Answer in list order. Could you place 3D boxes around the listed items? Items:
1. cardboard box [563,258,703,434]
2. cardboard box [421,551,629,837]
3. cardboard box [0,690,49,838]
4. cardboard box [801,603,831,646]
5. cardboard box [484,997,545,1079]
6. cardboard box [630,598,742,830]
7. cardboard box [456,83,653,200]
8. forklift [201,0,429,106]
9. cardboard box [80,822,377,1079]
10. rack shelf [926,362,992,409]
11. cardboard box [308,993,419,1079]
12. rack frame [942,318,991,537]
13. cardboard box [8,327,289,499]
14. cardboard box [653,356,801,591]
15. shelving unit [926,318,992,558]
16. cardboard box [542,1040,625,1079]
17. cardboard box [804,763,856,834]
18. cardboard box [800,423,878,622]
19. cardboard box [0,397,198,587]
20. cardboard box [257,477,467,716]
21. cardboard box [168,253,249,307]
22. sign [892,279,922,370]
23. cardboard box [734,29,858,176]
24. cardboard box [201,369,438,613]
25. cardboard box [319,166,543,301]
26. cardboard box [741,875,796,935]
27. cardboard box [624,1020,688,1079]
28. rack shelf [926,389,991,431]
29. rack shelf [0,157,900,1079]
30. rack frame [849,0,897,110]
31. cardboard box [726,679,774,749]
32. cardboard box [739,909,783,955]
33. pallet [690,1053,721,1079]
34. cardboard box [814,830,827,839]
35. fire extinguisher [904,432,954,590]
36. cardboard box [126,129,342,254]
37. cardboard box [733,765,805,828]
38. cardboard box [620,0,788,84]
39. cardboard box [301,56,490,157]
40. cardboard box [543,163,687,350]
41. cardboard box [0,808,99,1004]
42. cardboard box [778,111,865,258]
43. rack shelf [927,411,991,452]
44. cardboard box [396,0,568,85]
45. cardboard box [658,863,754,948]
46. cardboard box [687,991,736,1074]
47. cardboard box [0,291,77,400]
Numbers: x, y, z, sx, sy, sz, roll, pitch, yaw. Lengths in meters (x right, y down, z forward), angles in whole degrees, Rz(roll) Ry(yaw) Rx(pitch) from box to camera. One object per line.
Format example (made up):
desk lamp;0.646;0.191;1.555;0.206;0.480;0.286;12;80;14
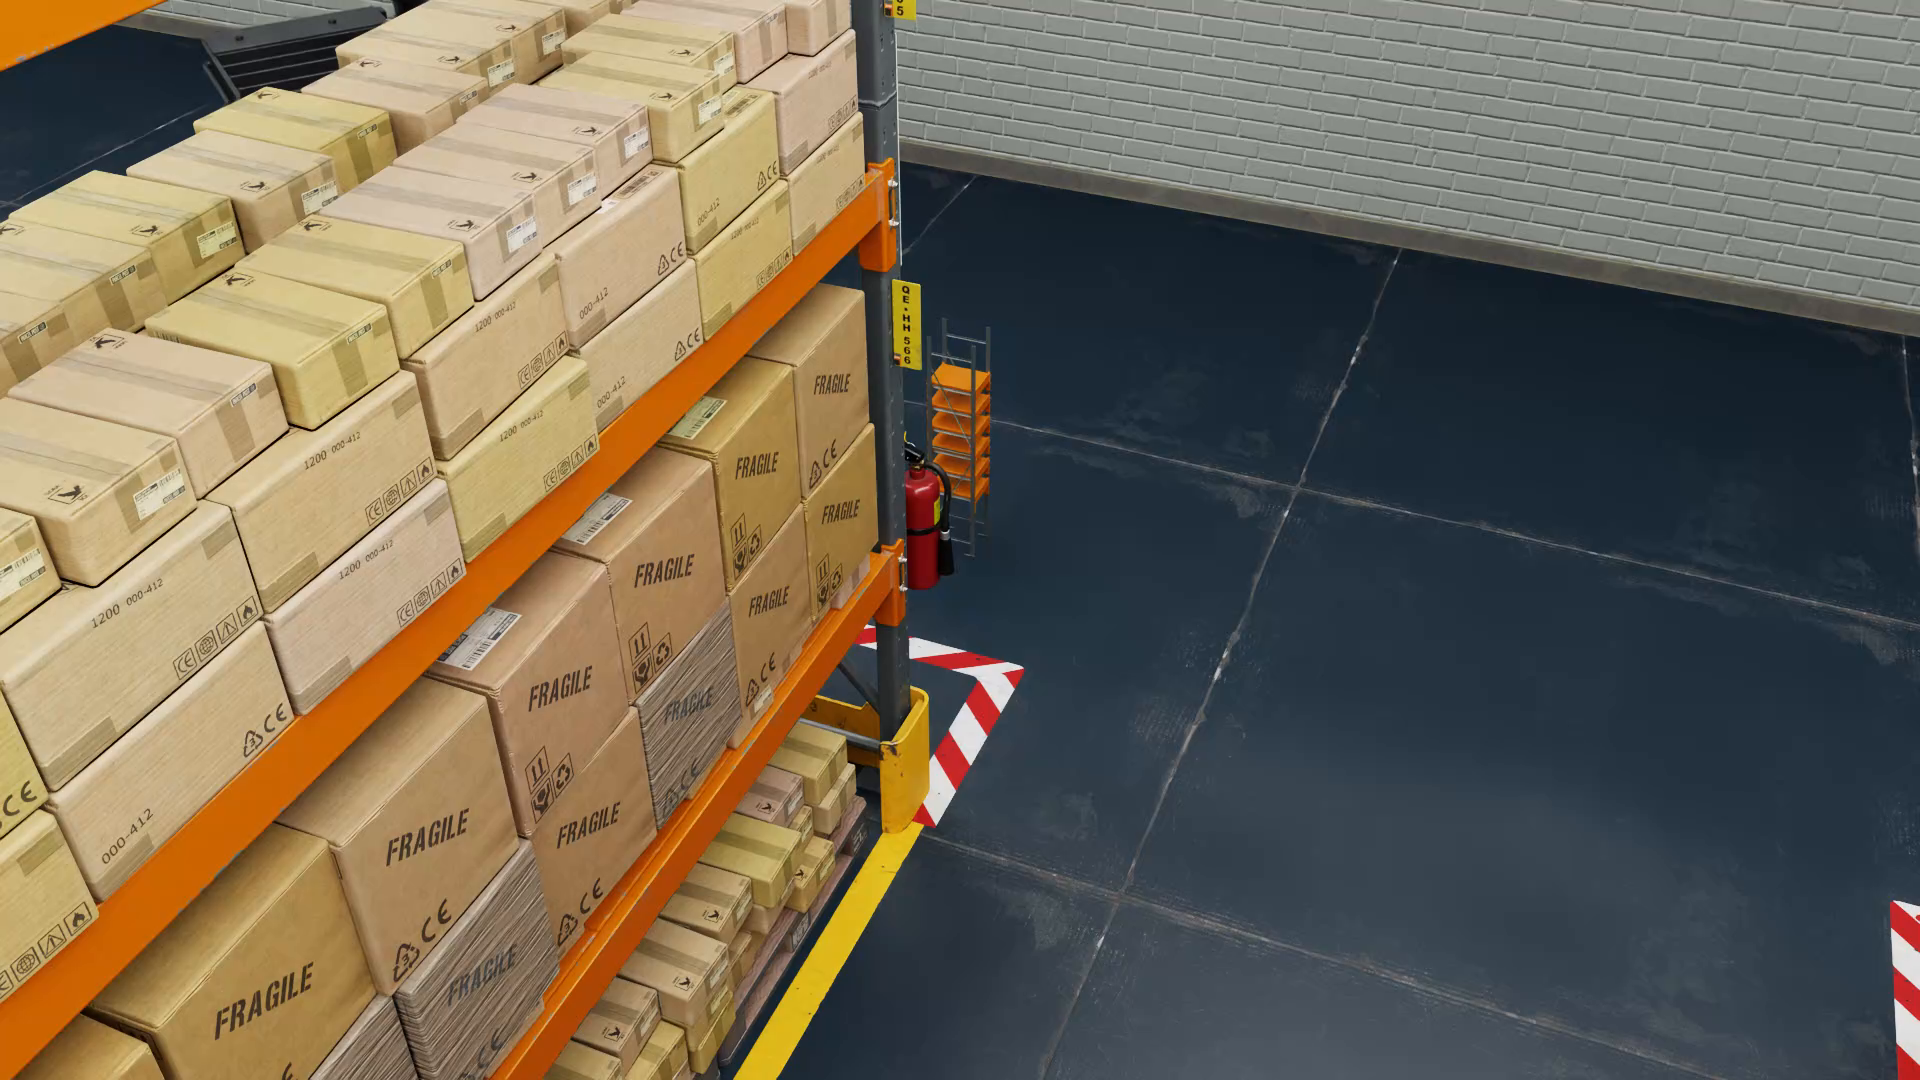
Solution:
cardboard box;-1.000;-0.540;4.188;0.500;0.250;0.500;16;39;20
cardboard box;-1.208;0.348;4.213;0.500;0.500;0.500;13;39;16
cardboard box;-1.800;0.395;2.520;0.500;0.250;0.500;15;39;19
cardboard box;-0.675;0.208;5.777;0.380;0.149;0.250;14;39;18
cardboard box;-1.339;1.226;4.415;0.380;0.149;0.250;16;39;20
cardboard box;-1.001;0.449;4.914;0.500;0.500;0.500;14;39;18
cardboard box;-0.972;-0.963;4.003;0.380;0.149;0.250;13;39;17
forklift;-2.552;-1.170;7.468;3.031;2.935;1.130;-20;41;-24
cardboard box;-1.625;0.904;3.470;0.500;0.500;0.500;13;39;16
rack shelf;-0.005;-0.725;7.793;0.258;0.103;0.180;14;39;18
cardboard box;-1.602;1.297;3.779;0.500;0.500;0.500;14;39;18
rack frame;0.029;-0.523;8.049;0.240;1.200;0.006;14;39;18
cardboard box;-1.473;-0.235;3.030;0.380;0.149;0.250;13;39;16
cardboard box;-0.820;-0.236;4.994;0.500;0.500;0.500;13;39;16
shelving unit;-0.005;-0.473;7.982;0.258;1.200;0.189;14;39;18
cardboard box;-1.264;1.681;5.131;0.380;0.149;0.250;14;39;18
cardboard box;-0.620;0.945;6.363;0.380;0.149;0.250;13;39;17
cardboard box;-0.616;-0.118;5.672;0.500;0.500;0.500;15;39;19
cardboard box;-1.552;-0.088;2.832;0.380;0.149;0.250;13;39;16
cardboard box;-1.387;0.047;3.403;0.500;0.250;0.500;15;39;20
cardboard box;-1.683;-0.578;3.821;0.500;0.250;0.500;12;39;16
sign;-0.178;-0.719;5.577;0.100;0.325;0.005;14;39;18
cardboard box;-0.623;-1.295;4.781;0.500;0.250;0.500;13;39;16
cardboard box;-1.402;-0.155;3.256;0.500;0.250;0.500;15;39;19
cardboard box;-1.144;-0.670;3.612;0.380;0.149;0.250;13;39;16
cardboard box;-0.816;1.233;5.978;0.380;0.149;0.250;12;38;16
cardboard box;-1.116;1.661;5.406;0.380;0.149;0.250;16;40;20
rack shelf;-0.005;-0.629;7.865;0.258;0.103;0.180;14;39;18
rack shelf;-1.444;-0.072;4.038;1.077;0.370;4.000;14;39;18
rack frame;-0.683;-2.669;4.407;1.000;3.000;0.127;14;39;18
cardboard box;-0.832;0.497;5.391;0.380;0.149;0.250;15;39;19
cardboard box;-0.875;1.338;6.086;0.380;0.149;0.250;14;39;18
pallet;-1.520;2.007;5.490;1.003;0.211;1.213;14;39;18
cardboard box;-0.691;1.046;6.477;0.380;0.149;0.250;14;39;18
fire extinguisher;-0.161;-0.120;6.383;0.296;0.674;0.183;14;39;18
cardboard box;-1.635;-0.787;3.768;0.380;0.149;0.250;15;39;19
cardboard box;-0.799;0.946;6.114;0.380;0.149;0.250;15;39;19
cardboard box;-0.703;-1.398;4.585;0.380;0.149;0.250;14;39;18
cardboard box;-1.395;-1.069;4.145;0.380;0.149;0.250;15;39;19
cardboard box;-1.014;-0.729;4.023;0.500;0.250;0.500;14;39;18
cardboard box;-1.785;0.611;2.649;0.500;0.250;0.500;16;40;20
cardboard box;-0.612;-1.096;4.932;0.500;0.250;0.500;13;39;17
rack shelf;-0.005;-0.533;7.936;0.258;0.103;0.180;14;39;18
cardboard box;-1.302;-1.370;4.548;0.380;0.149;0.250;14;39;18
cardboard box;-0.937;1.247;5.711;0.380;0.149;0.250;12;39;16
cardboard box;-0.996;1.633;5.691;0.380;0.149;0.250;12;38;16
cardboard box;-1.950;-0.368;3.207;0.380;0.149;0.250;12;39;16
